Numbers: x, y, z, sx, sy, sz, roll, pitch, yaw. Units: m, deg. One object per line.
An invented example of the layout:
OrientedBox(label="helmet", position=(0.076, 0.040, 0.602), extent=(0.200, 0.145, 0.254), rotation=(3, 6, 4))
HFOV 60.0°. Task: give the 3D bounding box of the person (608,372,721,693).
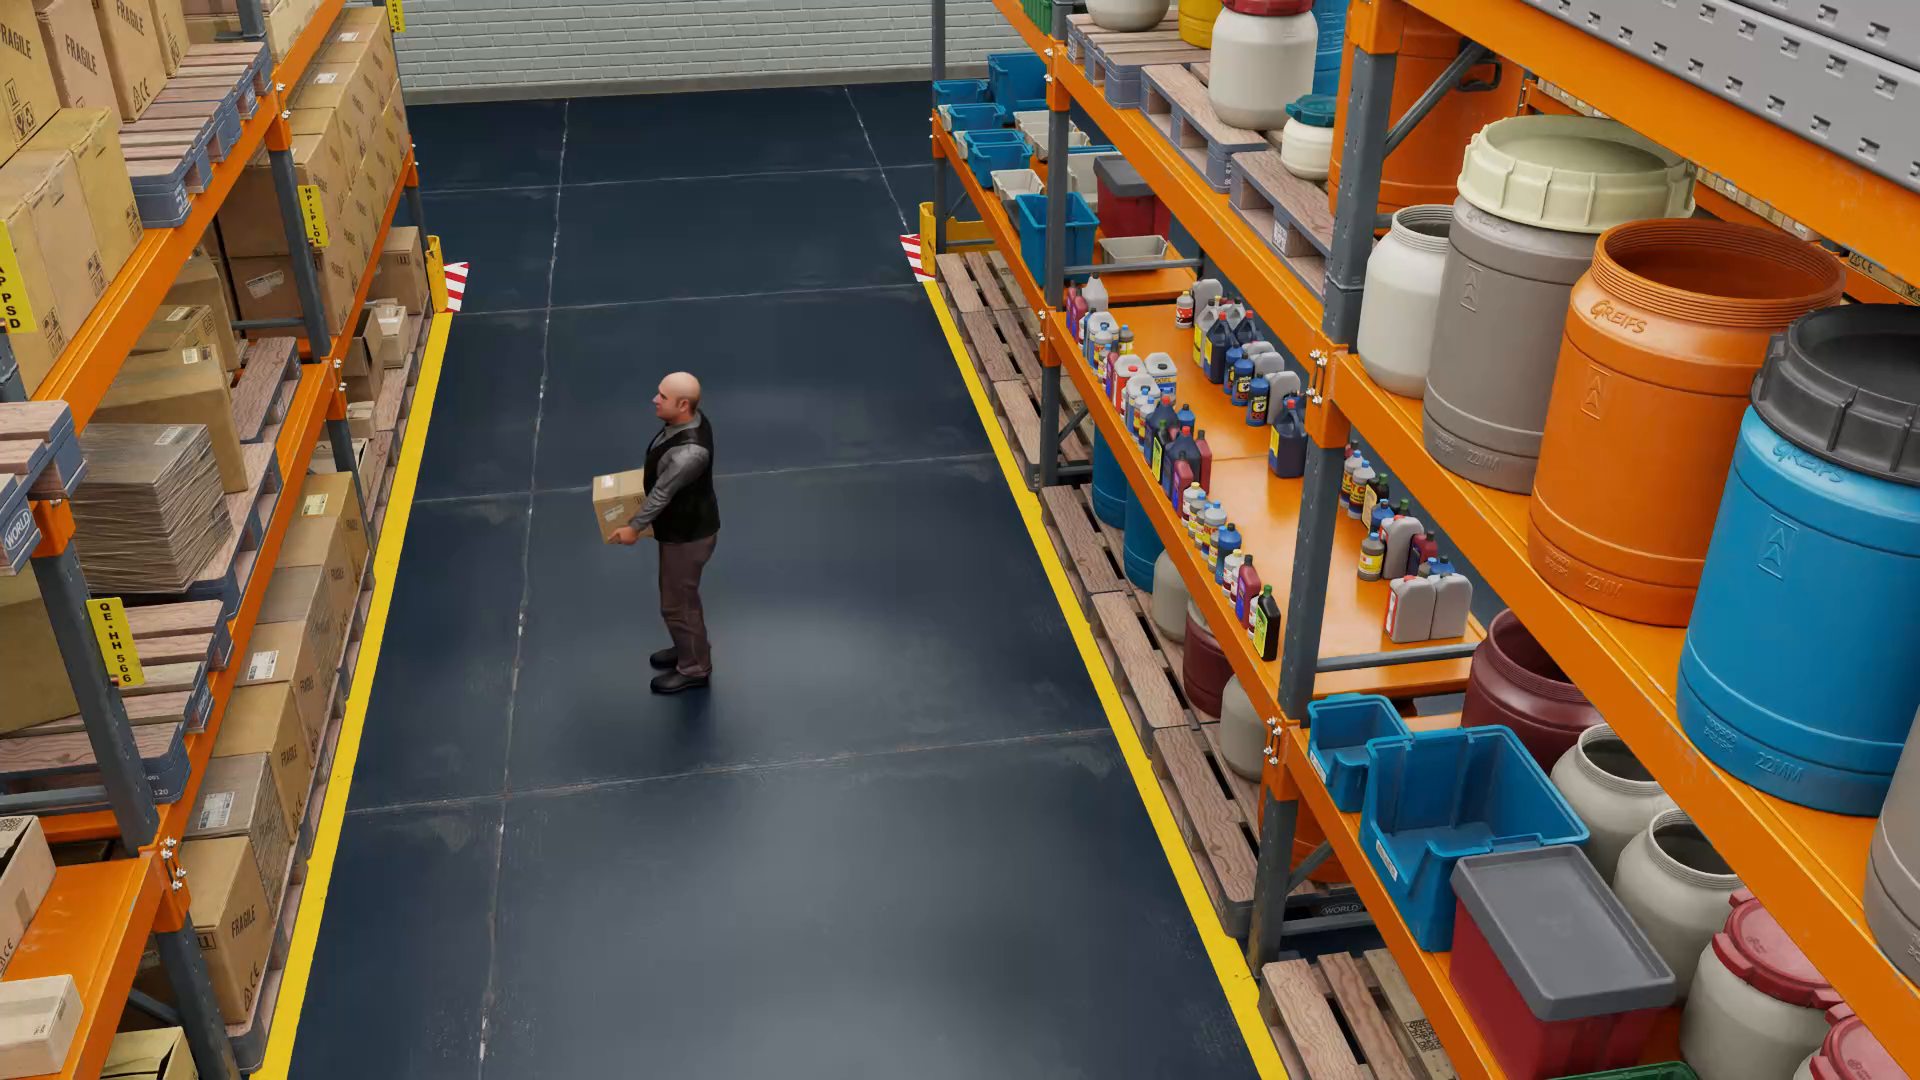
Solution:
OrientedBox(label="person", position=(-1.456, -0.032, 8.224), extent=(0.545, 1.715, 0.494), rotation=(-5, 31, -8))
